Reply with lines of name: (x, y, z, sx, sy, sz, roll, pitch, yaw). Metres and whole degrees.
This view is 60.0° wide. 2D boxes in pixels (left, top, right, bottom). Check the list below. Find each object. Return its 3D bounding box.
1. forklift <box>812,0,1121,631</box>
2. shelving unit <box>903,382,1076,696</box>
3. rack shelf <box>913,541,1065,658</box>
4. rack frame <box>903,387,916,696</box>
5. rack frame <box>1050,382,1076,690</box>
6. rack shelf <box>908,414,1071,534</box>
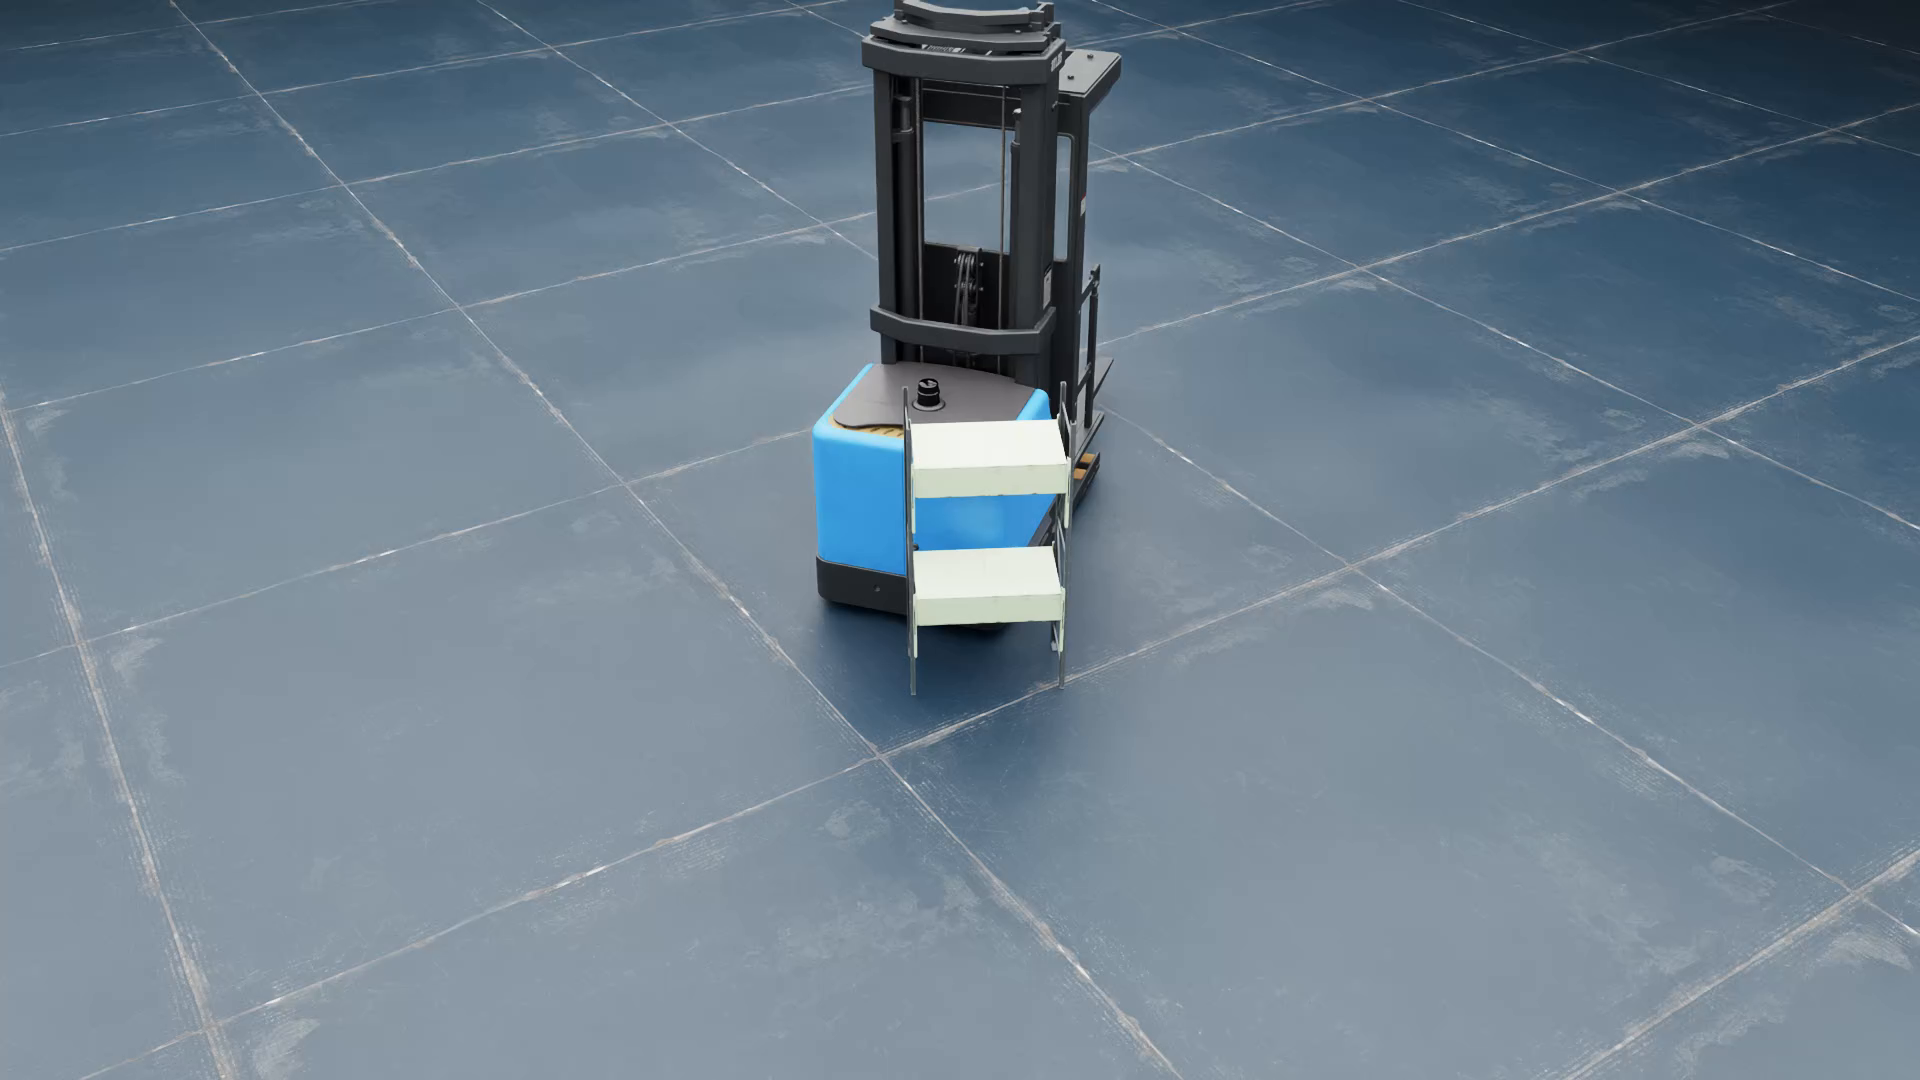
forklift: (0.199, -1.554, 9.088, 1.130, 2.935, 3.031, 10, 34, 16)
shelving unit: (0.125, 0.015, 7.932, 0.755, 1.500, 0.431, -2, 34, -3)
rack shelf: (0.125, 0.287, 8.112, 0.720, 0.370, 0.431, -2, 34, -3)
rack frame: (-0.240, 0.029, 7.911, 0.023, 1.500, 0.400, -2, 34, -3)
rack frame: (0.490, 0.002, 7.953, 0.023, 1.500, 0.400, -2, 34, -3)
rack shelf: (0.126, -0.310, 7.716, 0.720, 0.370, 0.431, -2, 34, -3)
